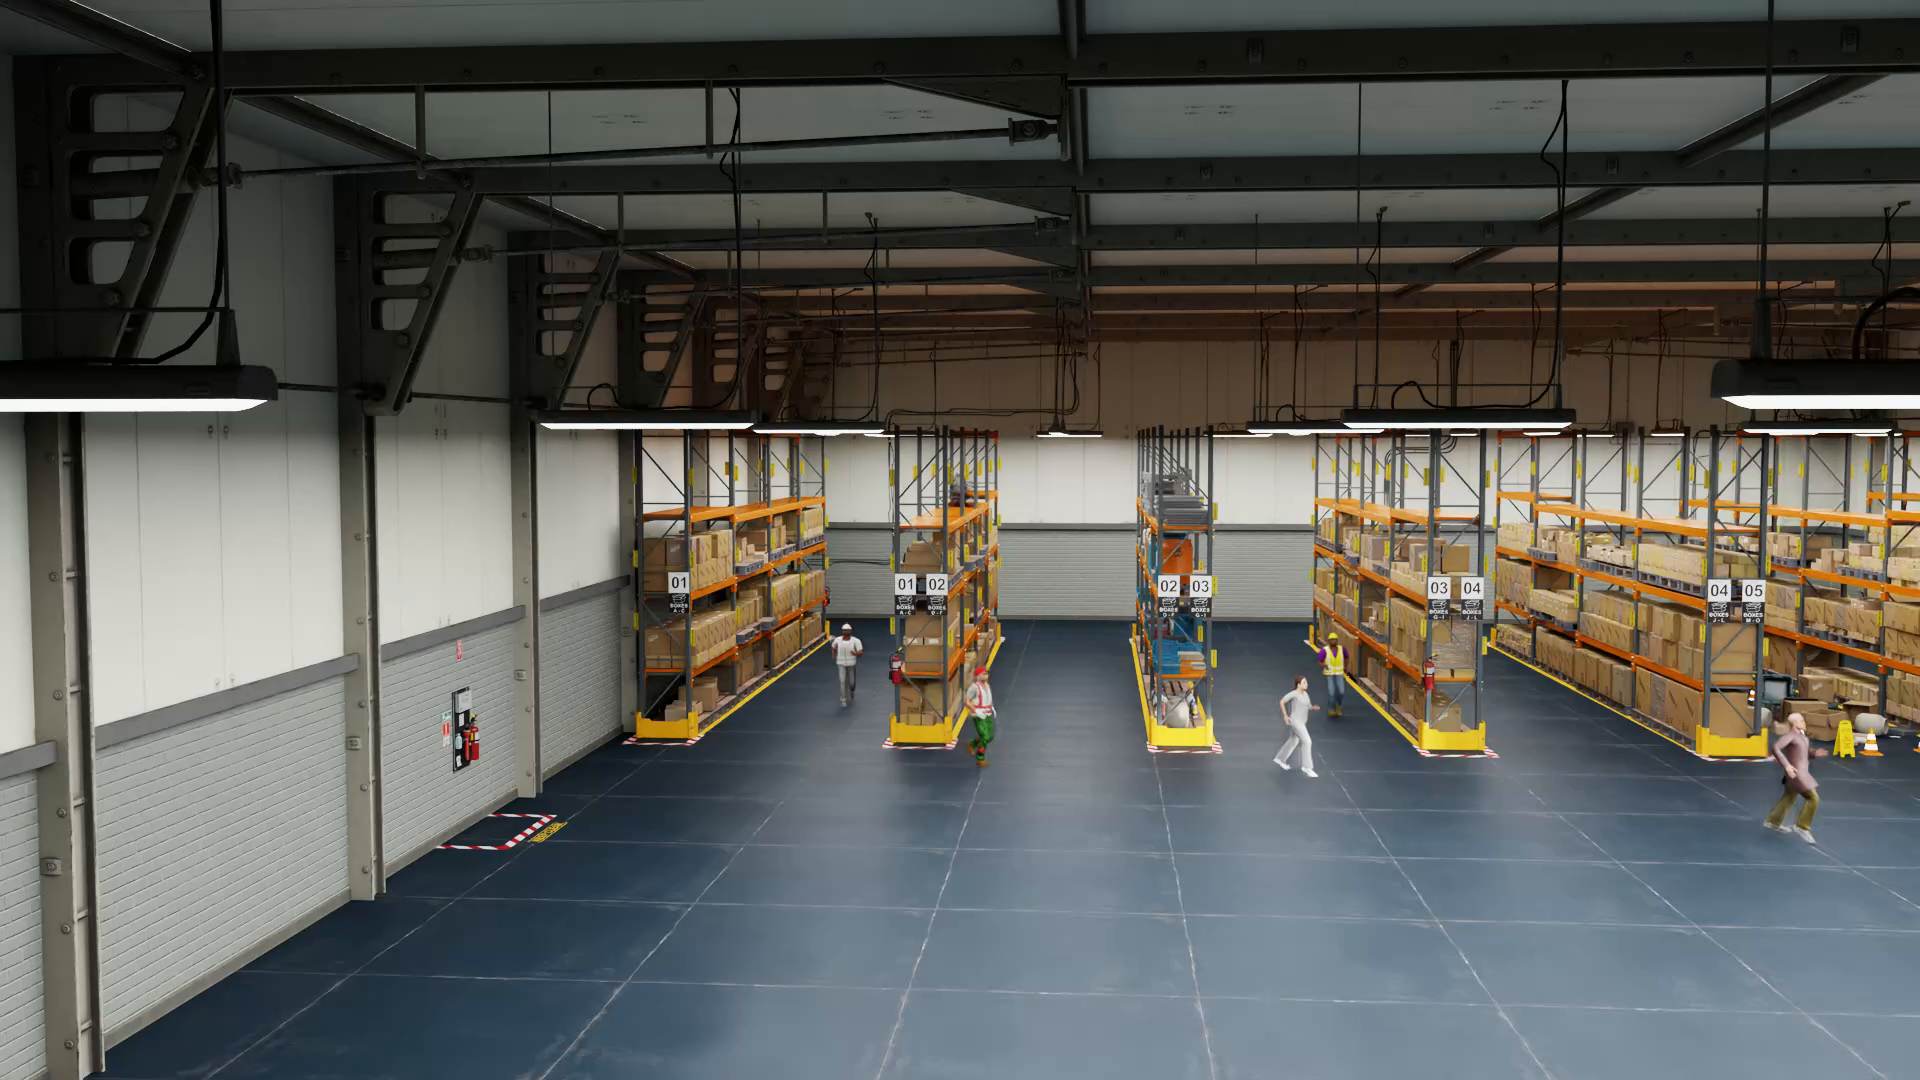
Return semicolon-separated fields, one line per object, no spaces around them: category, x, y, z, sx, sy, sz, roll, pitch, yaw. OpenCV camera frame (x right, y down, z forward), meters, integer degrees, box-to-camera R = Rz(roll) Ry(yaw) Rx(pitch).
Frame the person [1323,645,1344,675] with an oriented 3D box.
person;7.704;2.474;34.292;0.450;0.617;0.348;0;3;4

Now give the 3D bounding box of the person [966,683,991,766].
person;0.307;3.222;29.325;0.600;1.476;0.410;3;4;39

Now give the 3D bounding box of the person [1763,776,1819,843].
person;11.939;3.752;23.891;0.724;1.142;0.392;2;4;29

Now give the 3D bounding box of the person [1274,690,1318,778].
person;5.758;3.286;28.470;0.843;1.470;0.510;2;4;35

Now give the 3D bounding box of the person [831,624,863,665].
person;-2.443;2.247;35.729;0.710;0.879;0.606;0;3;-1
